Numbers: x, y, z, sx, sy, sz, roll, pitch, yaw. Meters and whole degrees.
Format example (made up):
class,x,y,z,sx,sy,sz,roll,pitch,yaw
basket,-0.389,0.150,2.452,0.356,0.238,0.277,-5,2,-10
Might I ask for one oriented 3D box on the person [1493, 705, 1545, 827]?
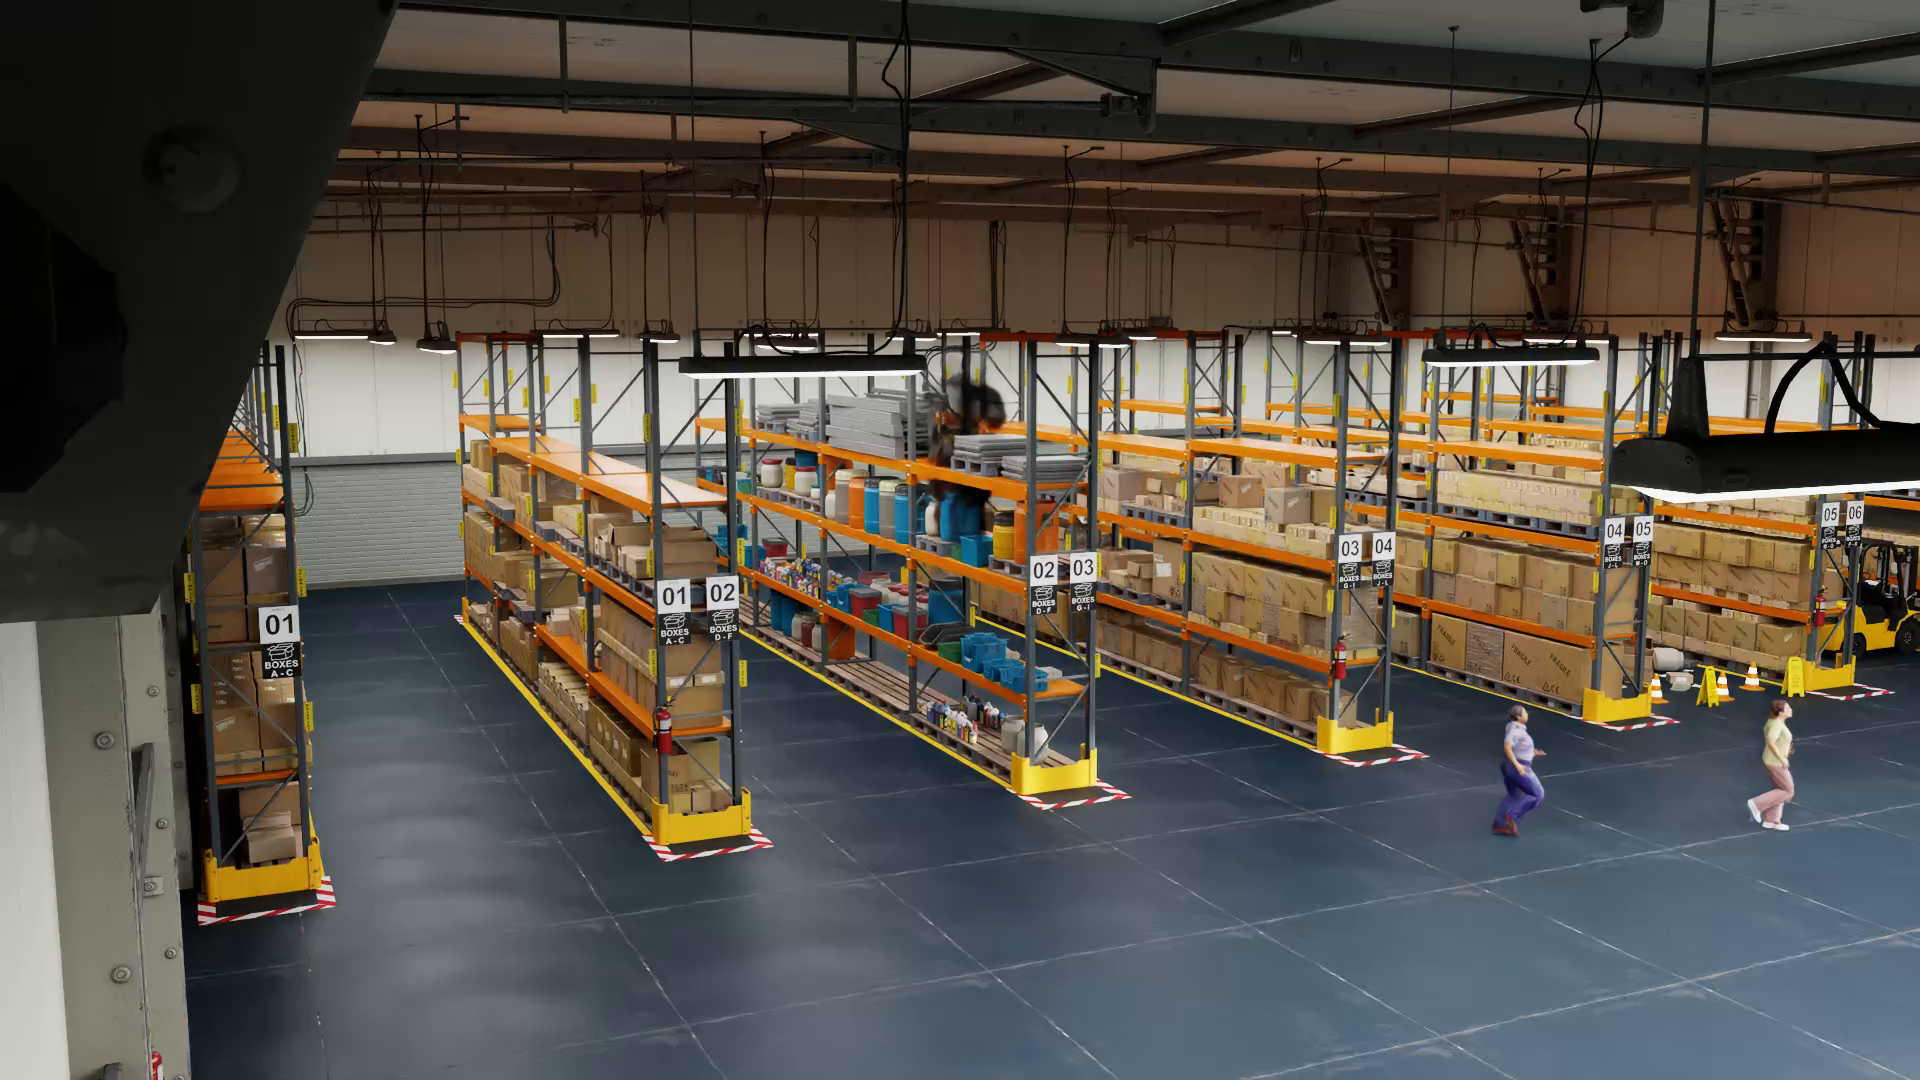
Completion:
class,x,y,z,sx,sy,sz,roll,pitch,yaw
person,6.845,2.771,20.279,0.582,1.531,0.592,0,8,3

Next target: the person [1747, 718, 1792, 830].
class,x,y,z,sx,sy,sz,roll,pitch,yaw
person,10.027,2.886,20.610,0.521,1.398,0.537,2,8,13

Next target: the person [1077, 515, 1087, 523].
class,x,y,z,sx,sy,sz,roll,pitch,yaw
person,3.154,-0.076,41.630,0.793,1.681,0.617,-4,8,-25

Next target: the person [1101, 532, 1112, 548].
class,x,y,z,sx,sy,sz,roll,pitch,yaw
person,3.772,-0.167,42.153,0.668,1.633,0.722,3,8,22
